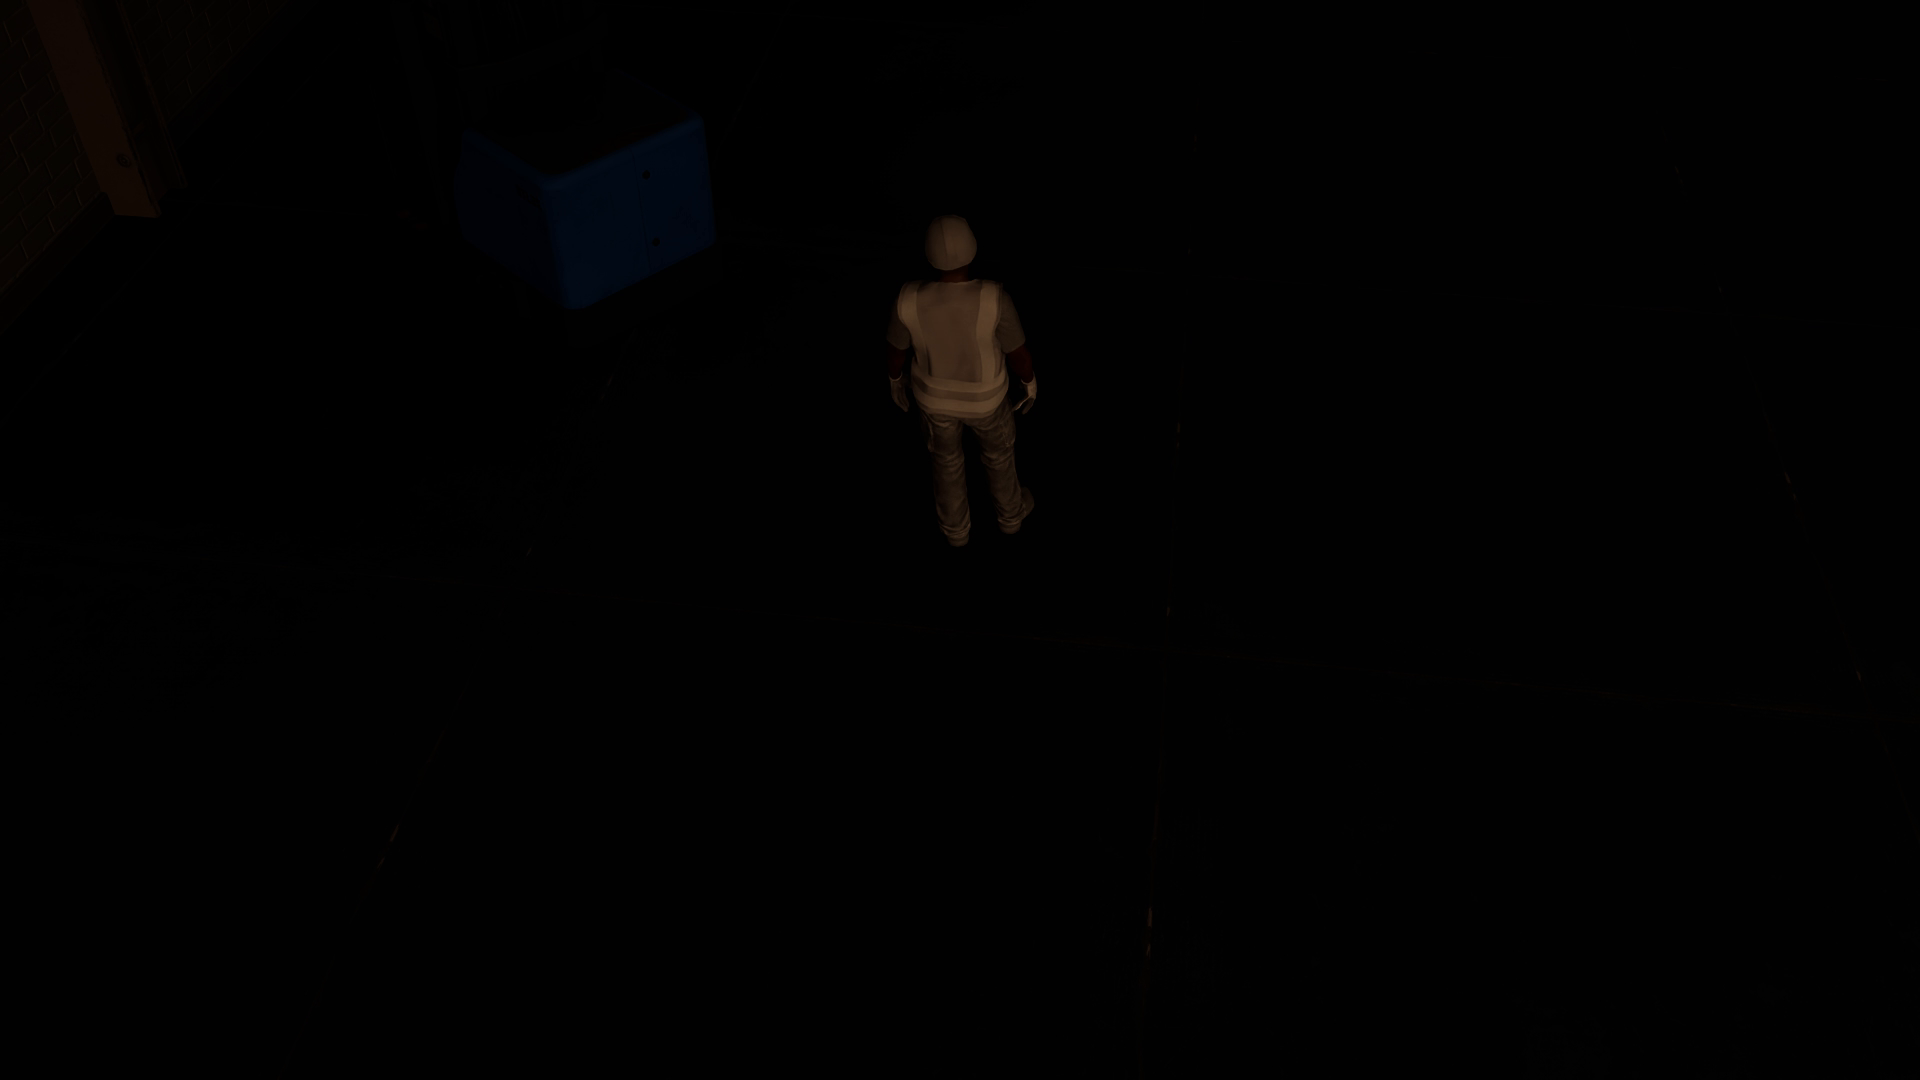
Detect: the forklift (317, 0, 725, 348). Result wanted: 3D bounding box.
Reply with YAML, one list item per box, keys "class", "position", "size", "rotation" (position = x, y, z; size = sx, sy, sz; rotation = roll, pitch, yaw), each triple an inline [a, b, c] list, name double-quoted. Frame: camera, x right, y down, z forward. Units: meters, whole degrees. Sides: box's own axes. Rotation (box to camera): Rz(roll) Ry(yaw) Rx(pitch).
- class: "forklift"
  position: [-2.731, -2.996, 8.986]
  size: [3.031, 2.935, 1.130]
  rotation: [34, 52, 31]

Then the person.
- class: "person"
  position: [0.017, -0.710, 7.335]
  size: [0.656, 1.784, 0.575]
  rotation: [5, 43, 6]
